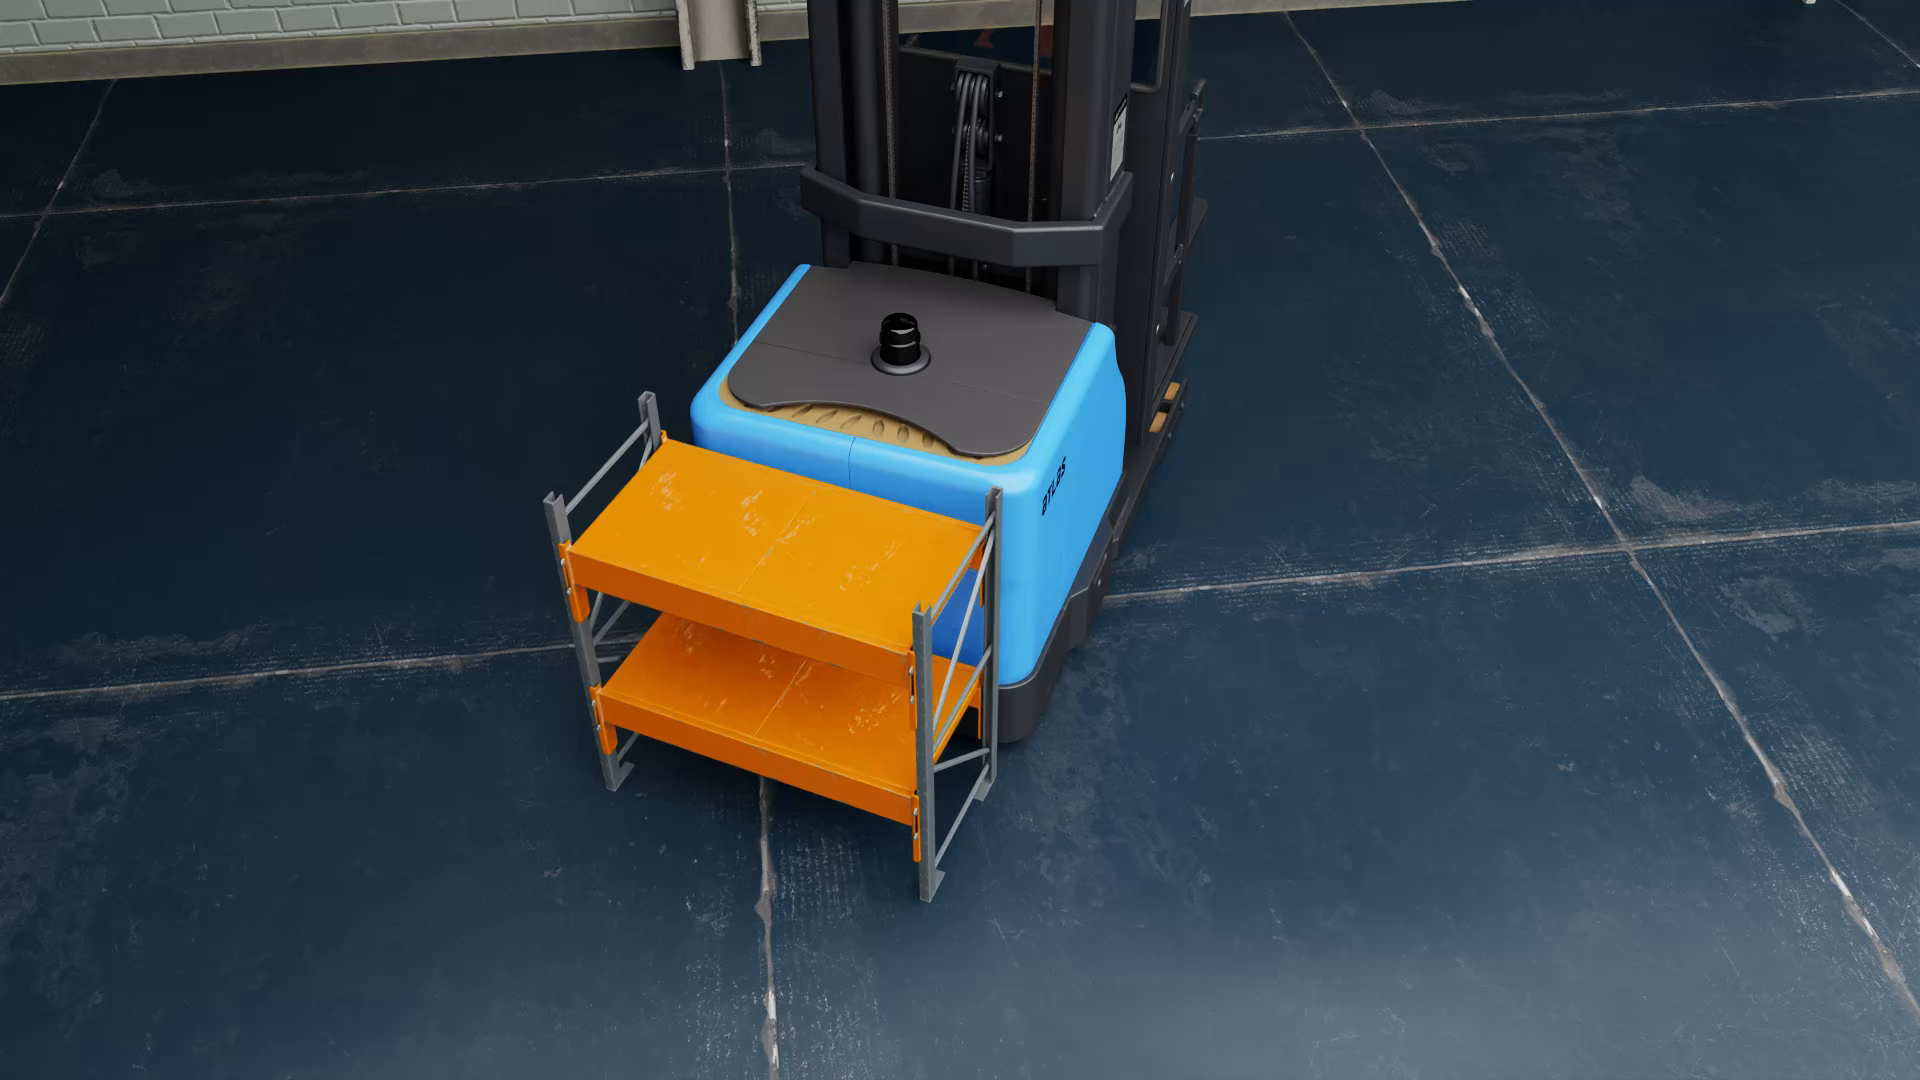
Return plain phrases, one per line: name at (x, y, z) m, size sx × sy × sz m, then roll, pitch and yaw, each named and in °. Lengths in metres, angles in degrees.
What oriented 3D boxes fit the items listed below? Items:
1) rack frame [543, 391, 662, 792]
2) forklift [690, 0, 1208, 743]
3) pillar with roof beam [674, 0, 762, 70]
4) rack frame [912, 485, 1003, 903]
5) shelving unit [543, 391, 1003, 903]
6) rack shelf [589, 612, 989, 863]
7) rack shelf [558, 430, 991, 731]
rack frame at (-0.938, 0.170, 4.721) m, size 0.032 × 1.125 × 0.500 m, roll 16°, pitch 44°, yaw 17°
forklift at (0.210, -1.481, 5.203) m, size 1.130 × 2.935 × 3.031 m, roll 14°, pitch 44°, yaw 15°
pillar with roof beam at (-0.662, -2.970, 2.324) m, size 0.400 × 9.000 × 9.100 m, roll -5°, pitch 42°, yaw -6°
rack frame at (-0.001, 0.436, 4.427) m, size 0.032 × 1.125 × 0.500 m, roll 16°, pitch 44°, yaw 17°
shelving unit at (-0.470, 0.303, 4.574) m, size 1.048 × 1.125 × 0.538 m, roll 16°, pitch 44°, yaw 17°
rack shelf at (-0.470, 0.485, 4.738) m, size 1.000 × 0.278 × 0.538 m, roll 16°, pitch 44°, yaw 17°
rack shelf at (-0.470, 0.086, 4.378) m, size 1.000 × 0.278 × 0.538 m, roll 16°, pitch 44°, yaw 17°
